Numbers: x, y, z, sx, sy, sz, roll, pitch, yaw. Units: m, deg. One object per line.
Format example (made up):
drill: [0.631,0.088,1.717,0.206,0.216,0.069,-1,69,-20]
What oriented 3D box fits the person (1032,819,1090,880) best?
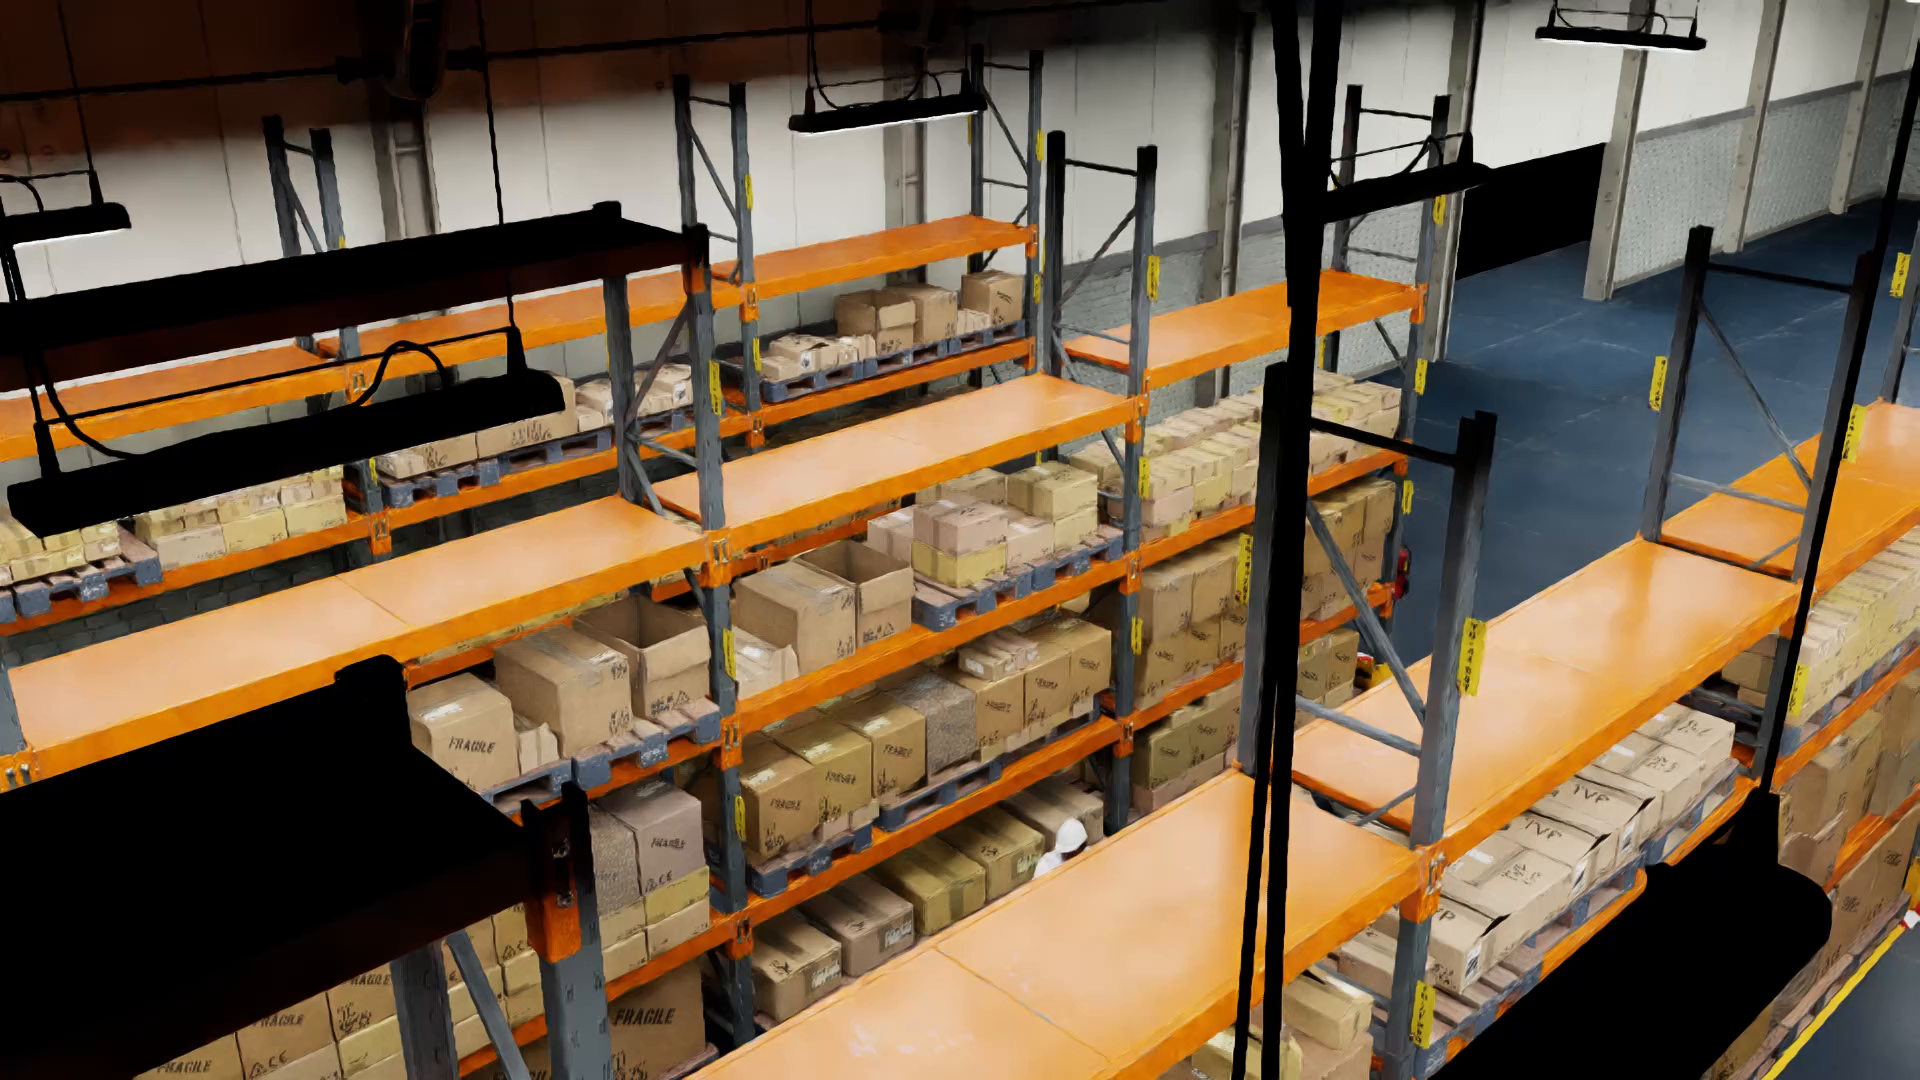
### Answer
person: [0.778,2.775,11.798,0.676,1.763,0.579,-7,23,-16]
